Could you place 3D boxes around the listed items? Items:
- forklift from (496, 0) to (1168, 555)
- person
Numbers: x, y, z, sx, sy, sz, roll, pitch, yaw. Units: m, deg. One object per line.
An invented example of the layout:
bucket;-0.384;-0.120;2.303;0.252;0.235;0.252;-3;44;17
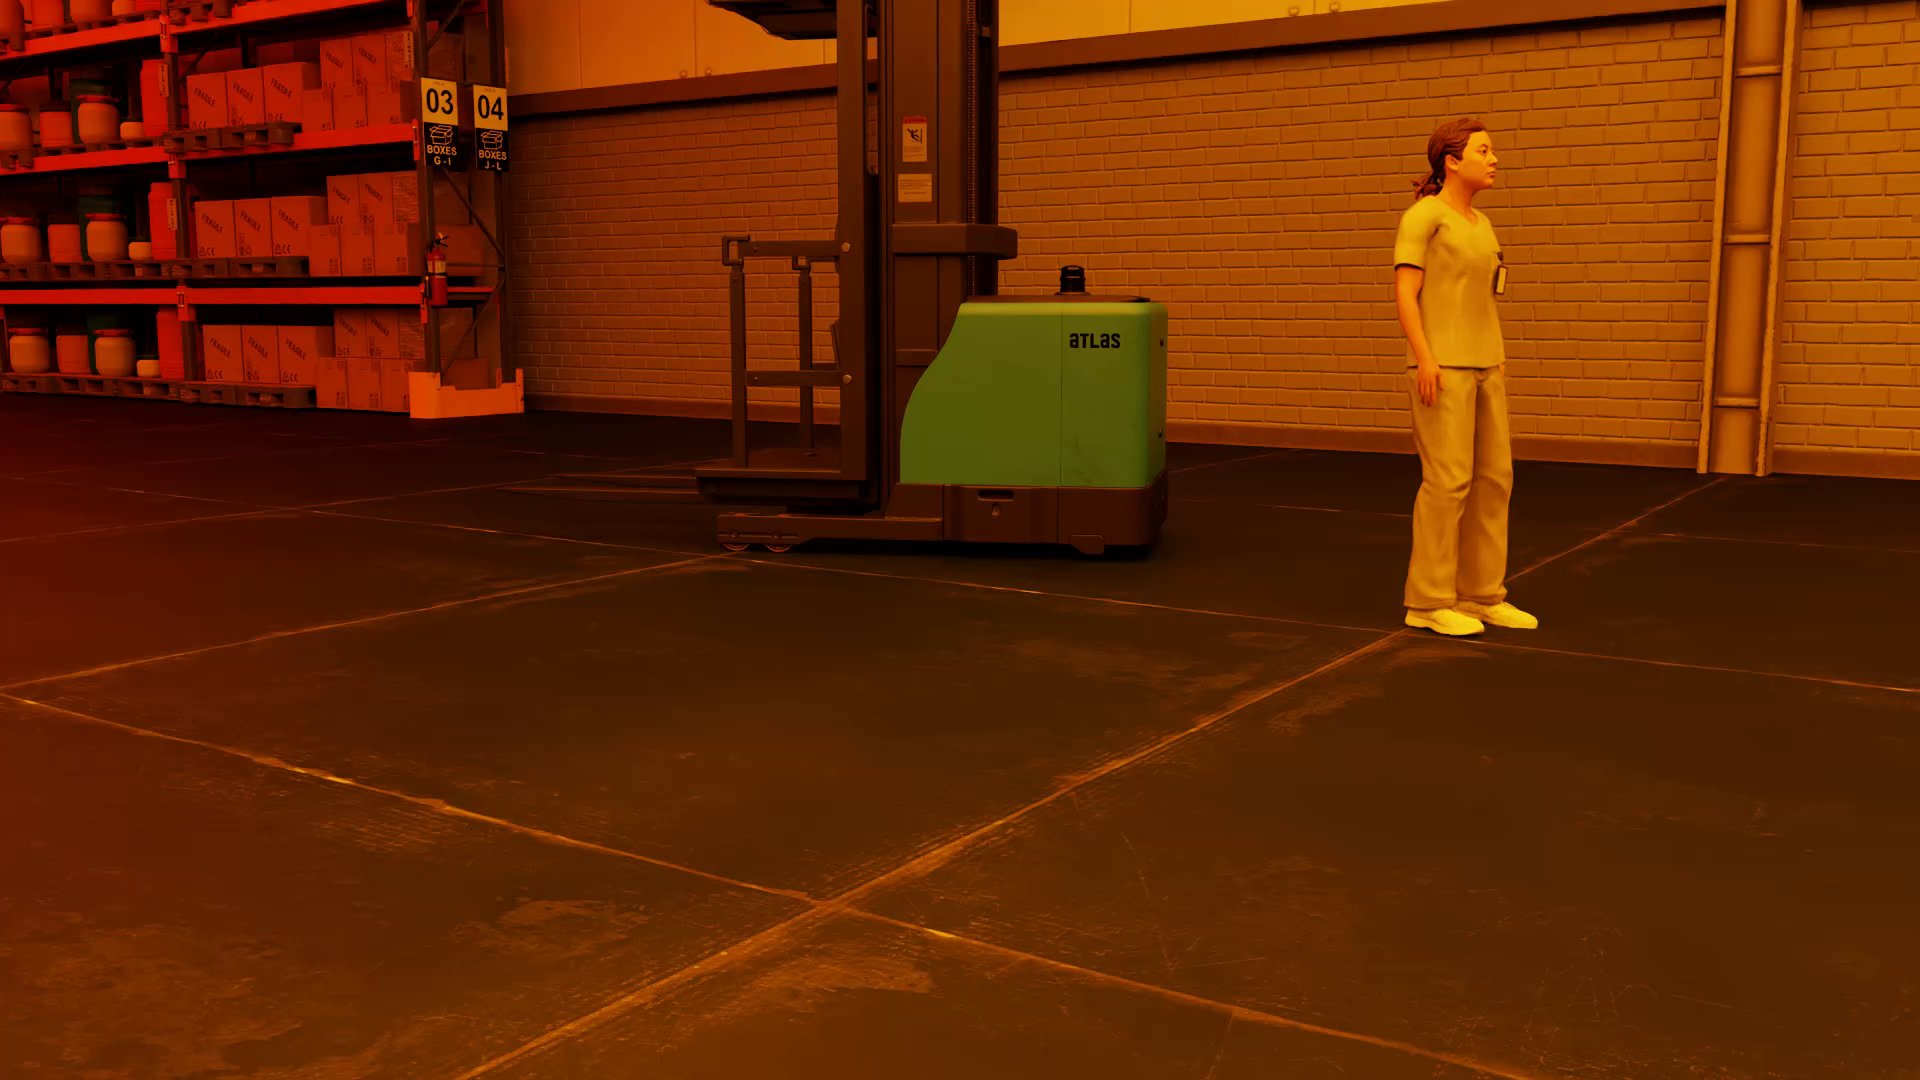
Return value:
forklift;-0.596;-1.469;7.520;3.031;2.935;1.130;2;8;12
person;1.678;-0.542;5.525;0.523;1.688;0.474;-6;10;-38
